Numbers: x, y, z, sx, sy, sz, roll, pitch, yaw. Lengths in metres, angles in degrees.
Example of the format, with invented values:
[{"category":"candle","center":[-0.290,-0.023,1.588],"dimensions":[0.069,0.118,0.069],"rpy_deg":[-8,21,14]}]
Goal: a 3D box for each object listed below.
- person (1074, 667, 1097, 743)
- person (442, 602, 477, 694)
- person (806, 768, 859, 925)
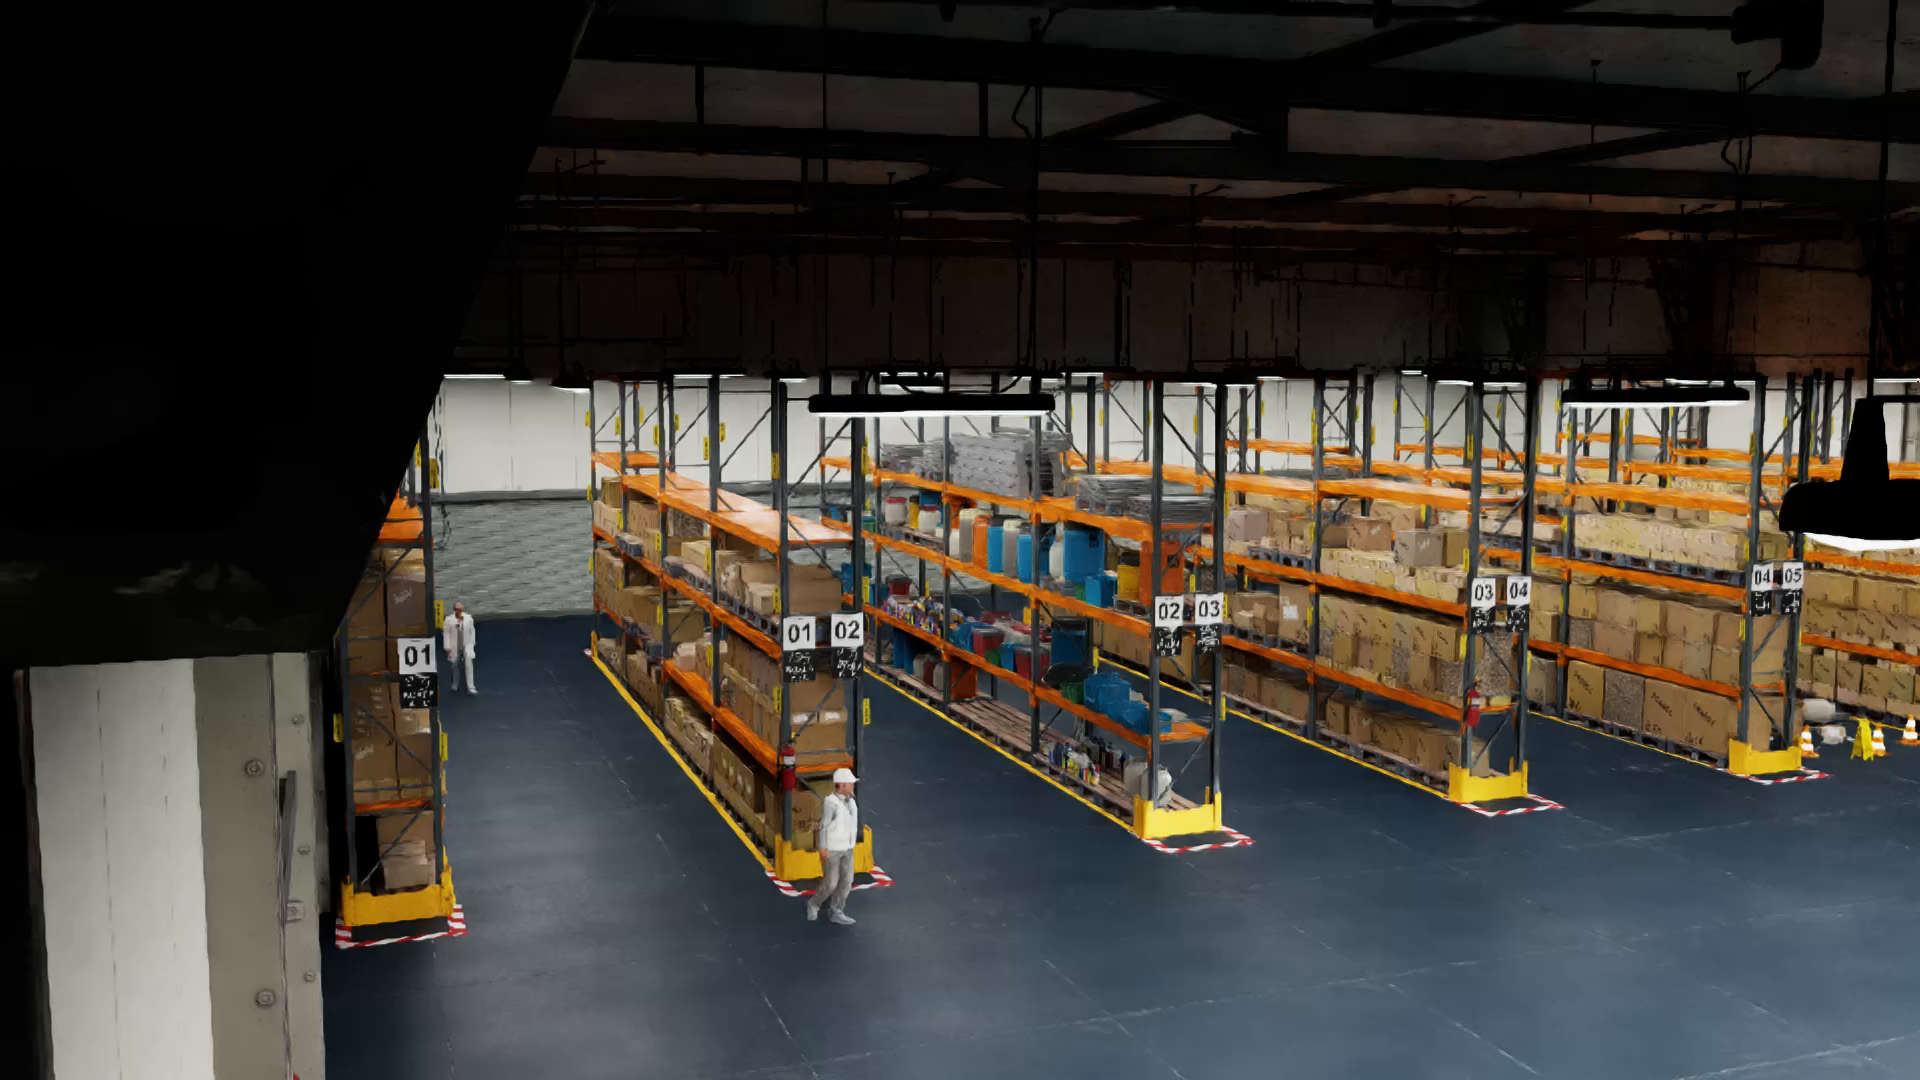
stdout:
[{"category":"person","center":[2.009,2.436,26.994],"dimensions":[0.444,1.780,0.605],"rpy_deg":[-5,8,-37]},{"category":"person","center":[-9.338,1.995,31.068],"dimensions":[0.617,1.713,1.069],"rpy_deg":[-3,7,-22]},{"category":"person","center":[-1.415,3.397,18.512],"dimensions":[0.569,1.762,0.581],"rpy_deg":[4,8,33]}]
